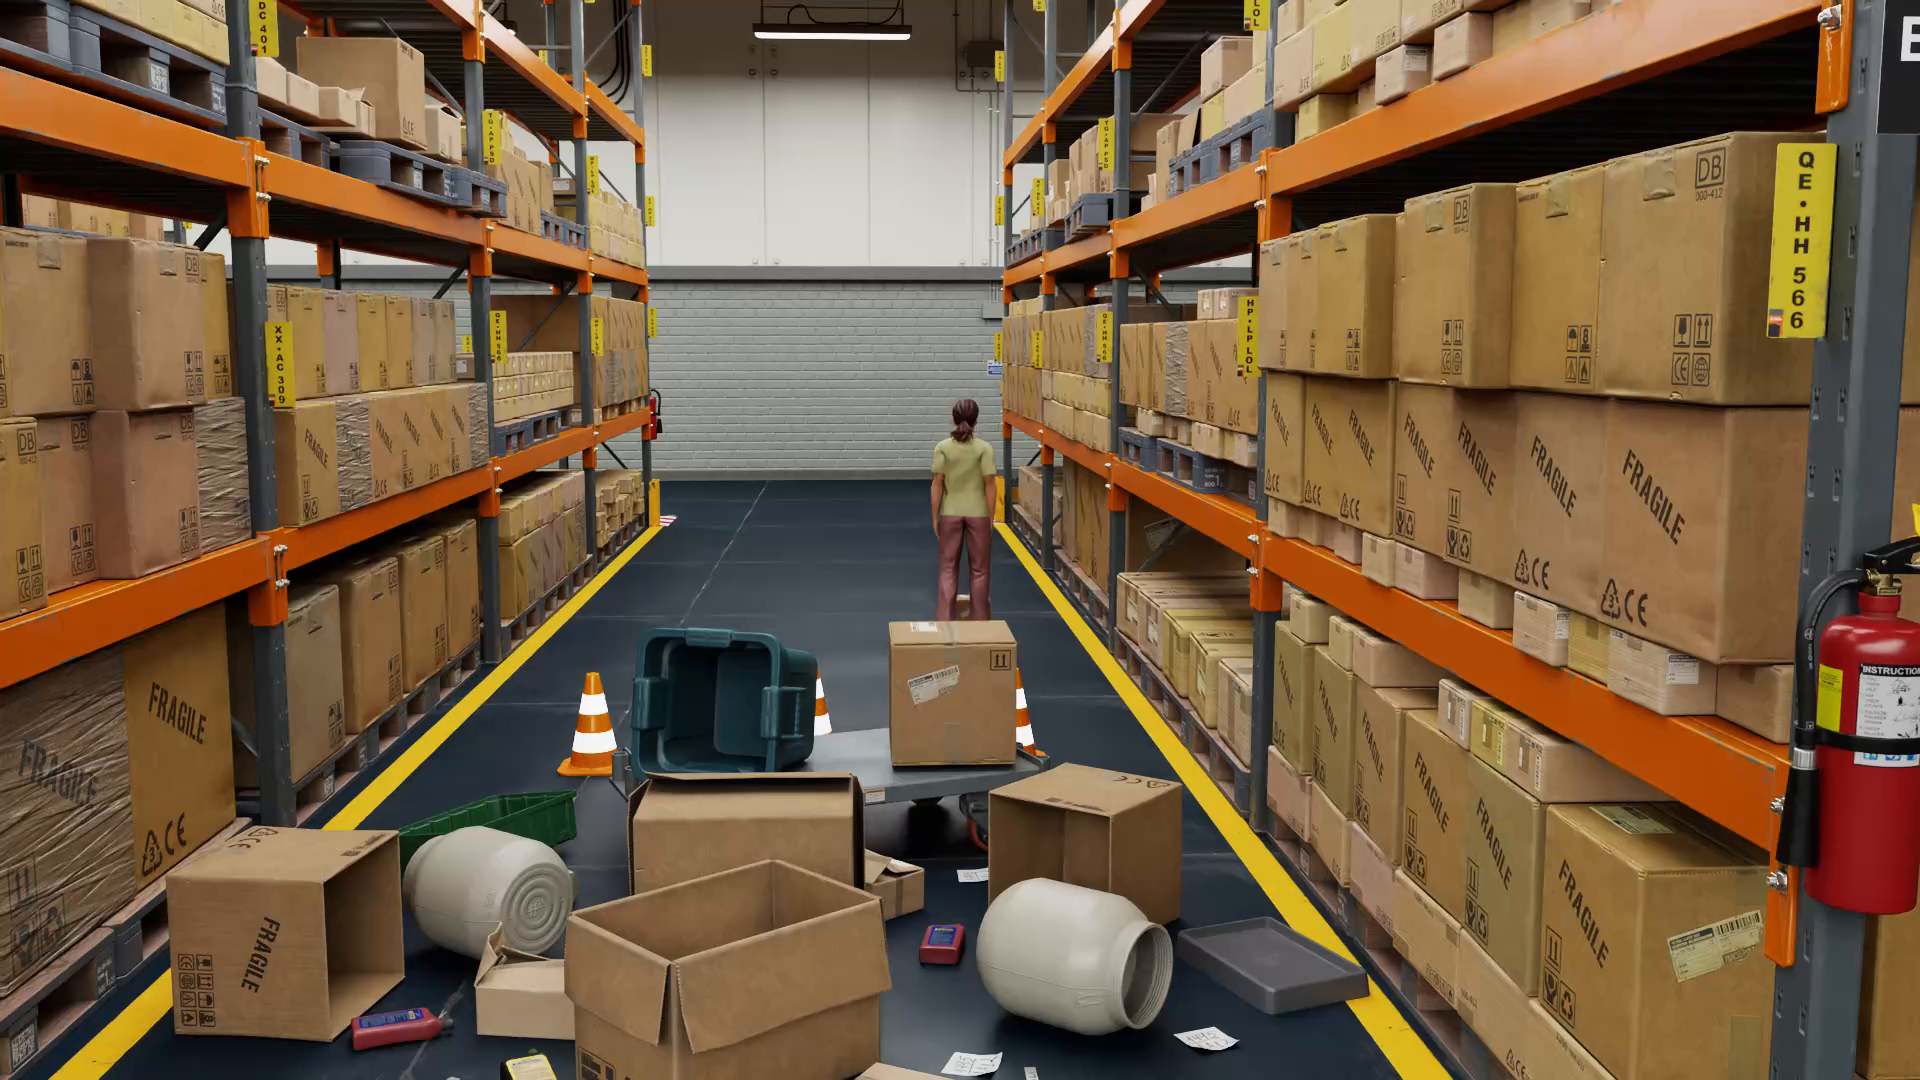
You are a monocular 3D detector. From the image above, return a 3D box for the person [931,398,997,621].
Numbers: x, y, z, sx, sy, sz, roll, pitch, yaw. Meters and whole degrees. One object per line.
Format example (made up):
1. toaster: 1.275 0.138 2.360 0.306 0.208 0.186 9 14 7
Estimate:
1. person: 0.029 -0.096 11.252 0.446 1.720 0.411 1 7 7
